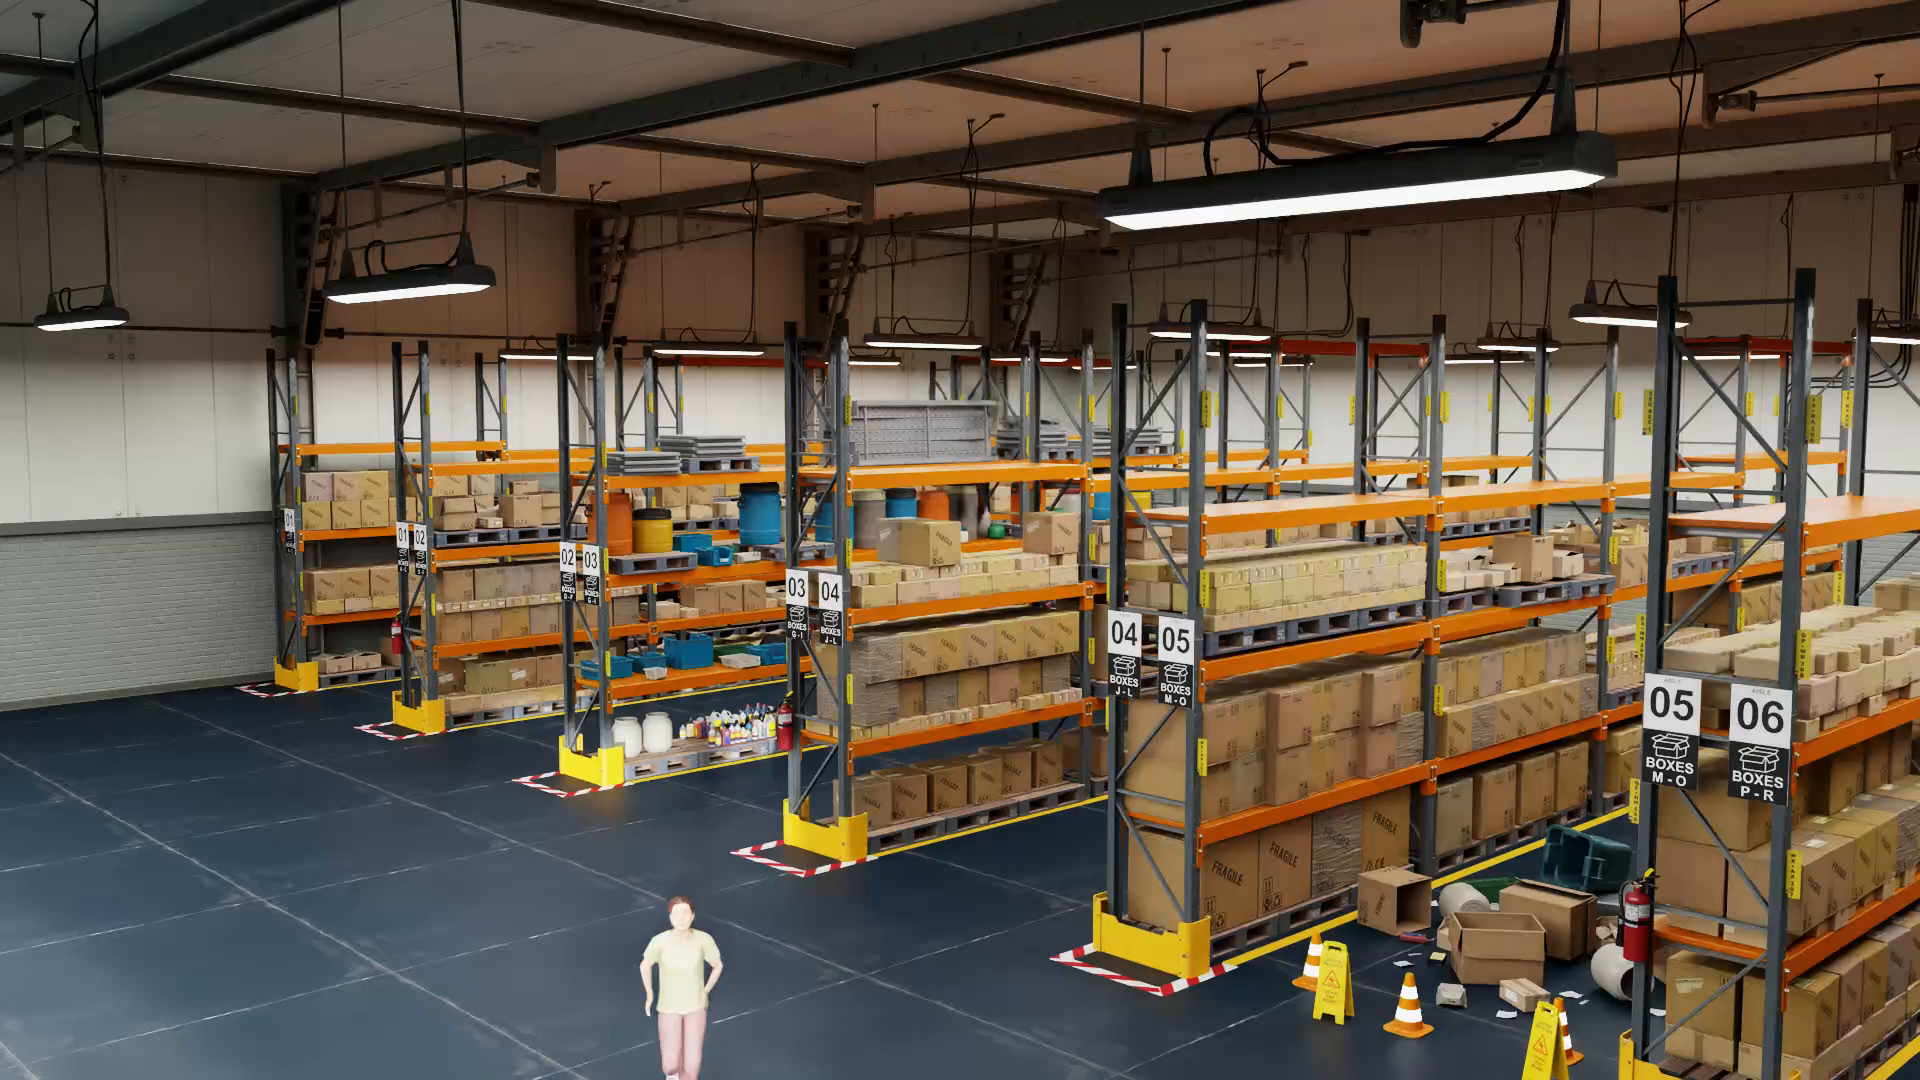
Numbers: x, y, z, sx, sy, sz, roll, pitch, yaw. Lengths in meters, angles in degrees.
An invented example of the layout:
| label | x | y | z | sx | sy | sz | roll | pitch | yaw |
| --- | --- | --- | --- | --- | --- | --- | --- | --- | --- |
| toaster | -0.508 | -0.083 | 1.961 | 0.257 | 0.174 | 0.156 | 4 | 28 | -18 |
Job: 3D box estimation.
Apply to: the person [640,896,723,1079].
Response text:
| label | x | y | z | sx | sy | sz | roll | pitch | yaw |
| --- | --- | --- | --- | --- | --- | --- | --- | --- | --- |
| person | -1.983 | 3.335 | 11.882 | 0.586 | 1.627 | 0.562 | -1 | 5 | -10 |

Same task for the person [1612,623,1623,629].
| label | x | y | z | sx | sy | sz | roll | pitch | yaw |
| --- | --- | --- | --- | --- | --- | --- | --- | --- | --- |
| person | 10.372 | 2.117 | 25.880 | 0.749 | 1.732 | 1.077 | 5 | 7 | 45 |
